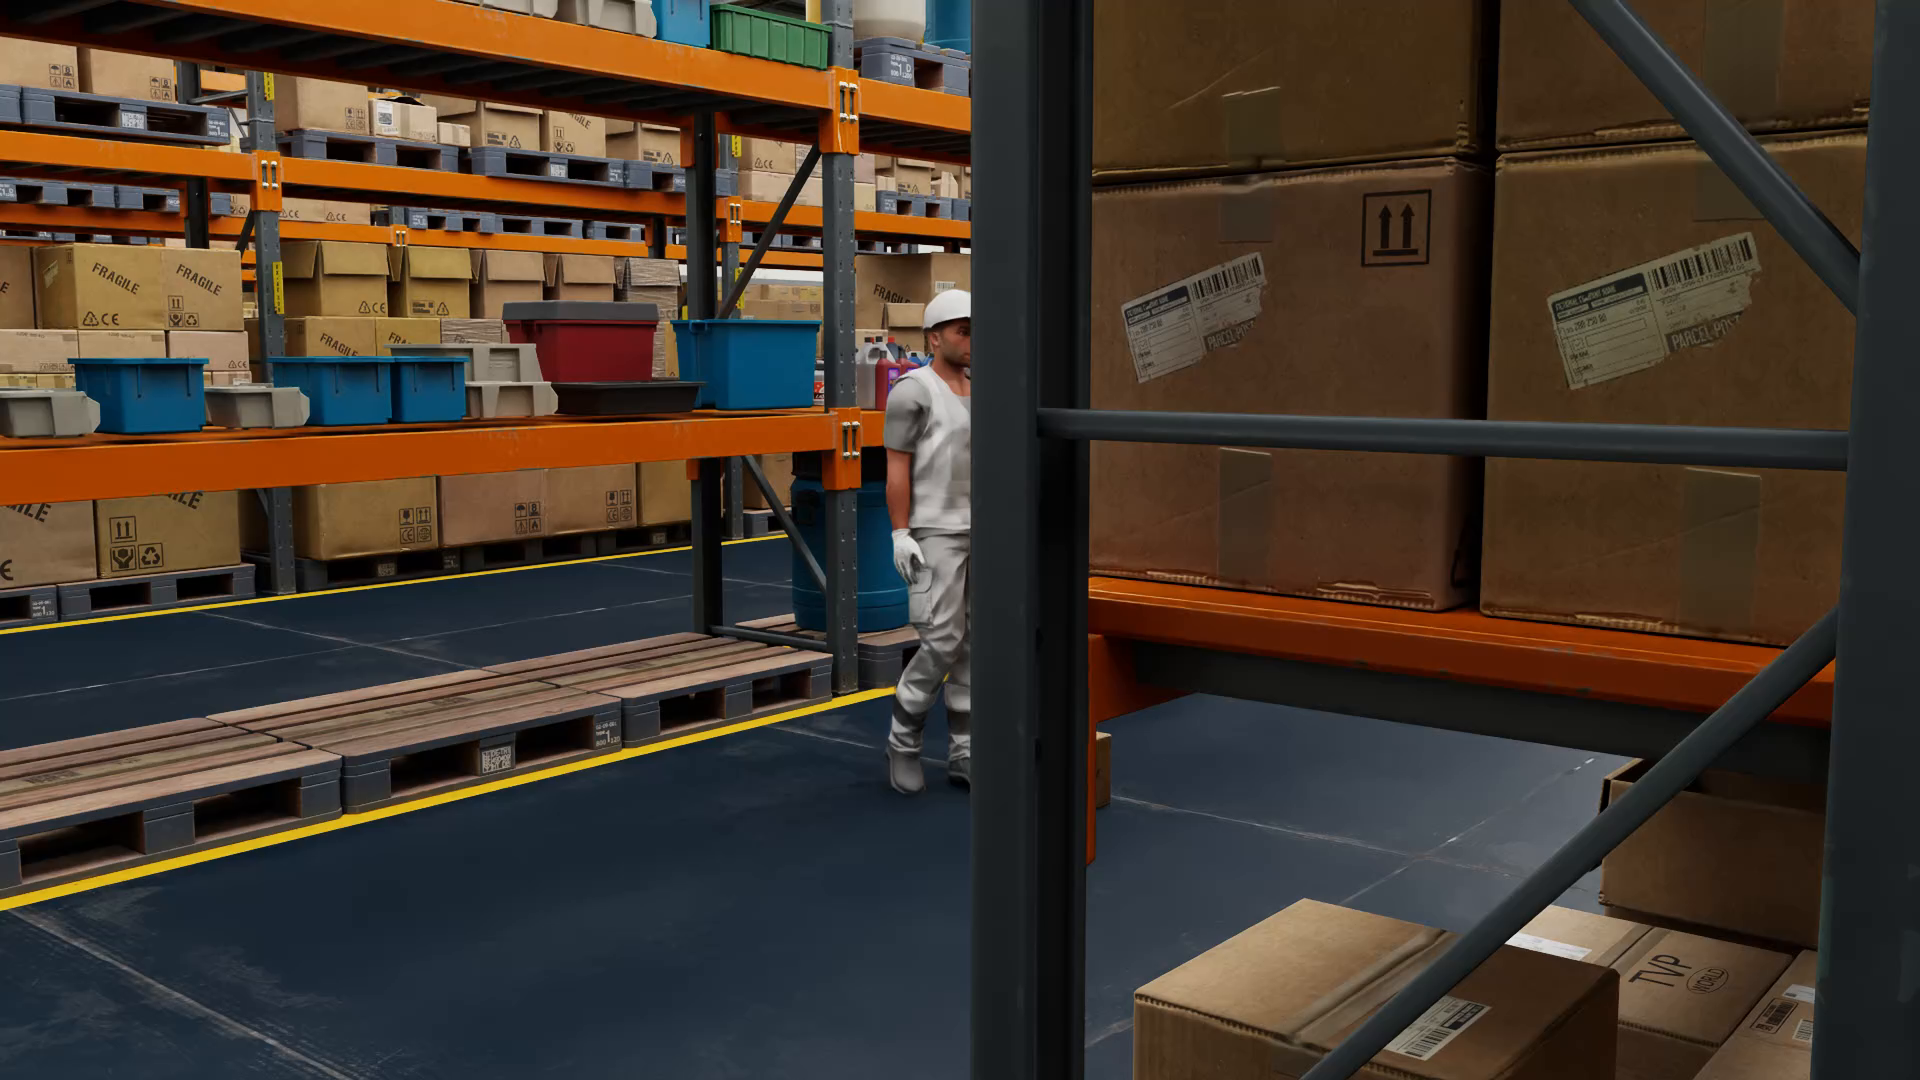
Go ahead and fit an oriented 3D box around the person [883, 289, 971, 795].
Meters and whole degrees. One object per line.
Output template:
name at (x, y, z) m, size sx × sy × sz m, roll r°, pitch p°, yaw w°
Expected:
person at (-0.002, 0.009, 6.033) m, size 0.565 × 1.819 × 0.466 m, roll -6°, pitch 9°, yaw -41°
